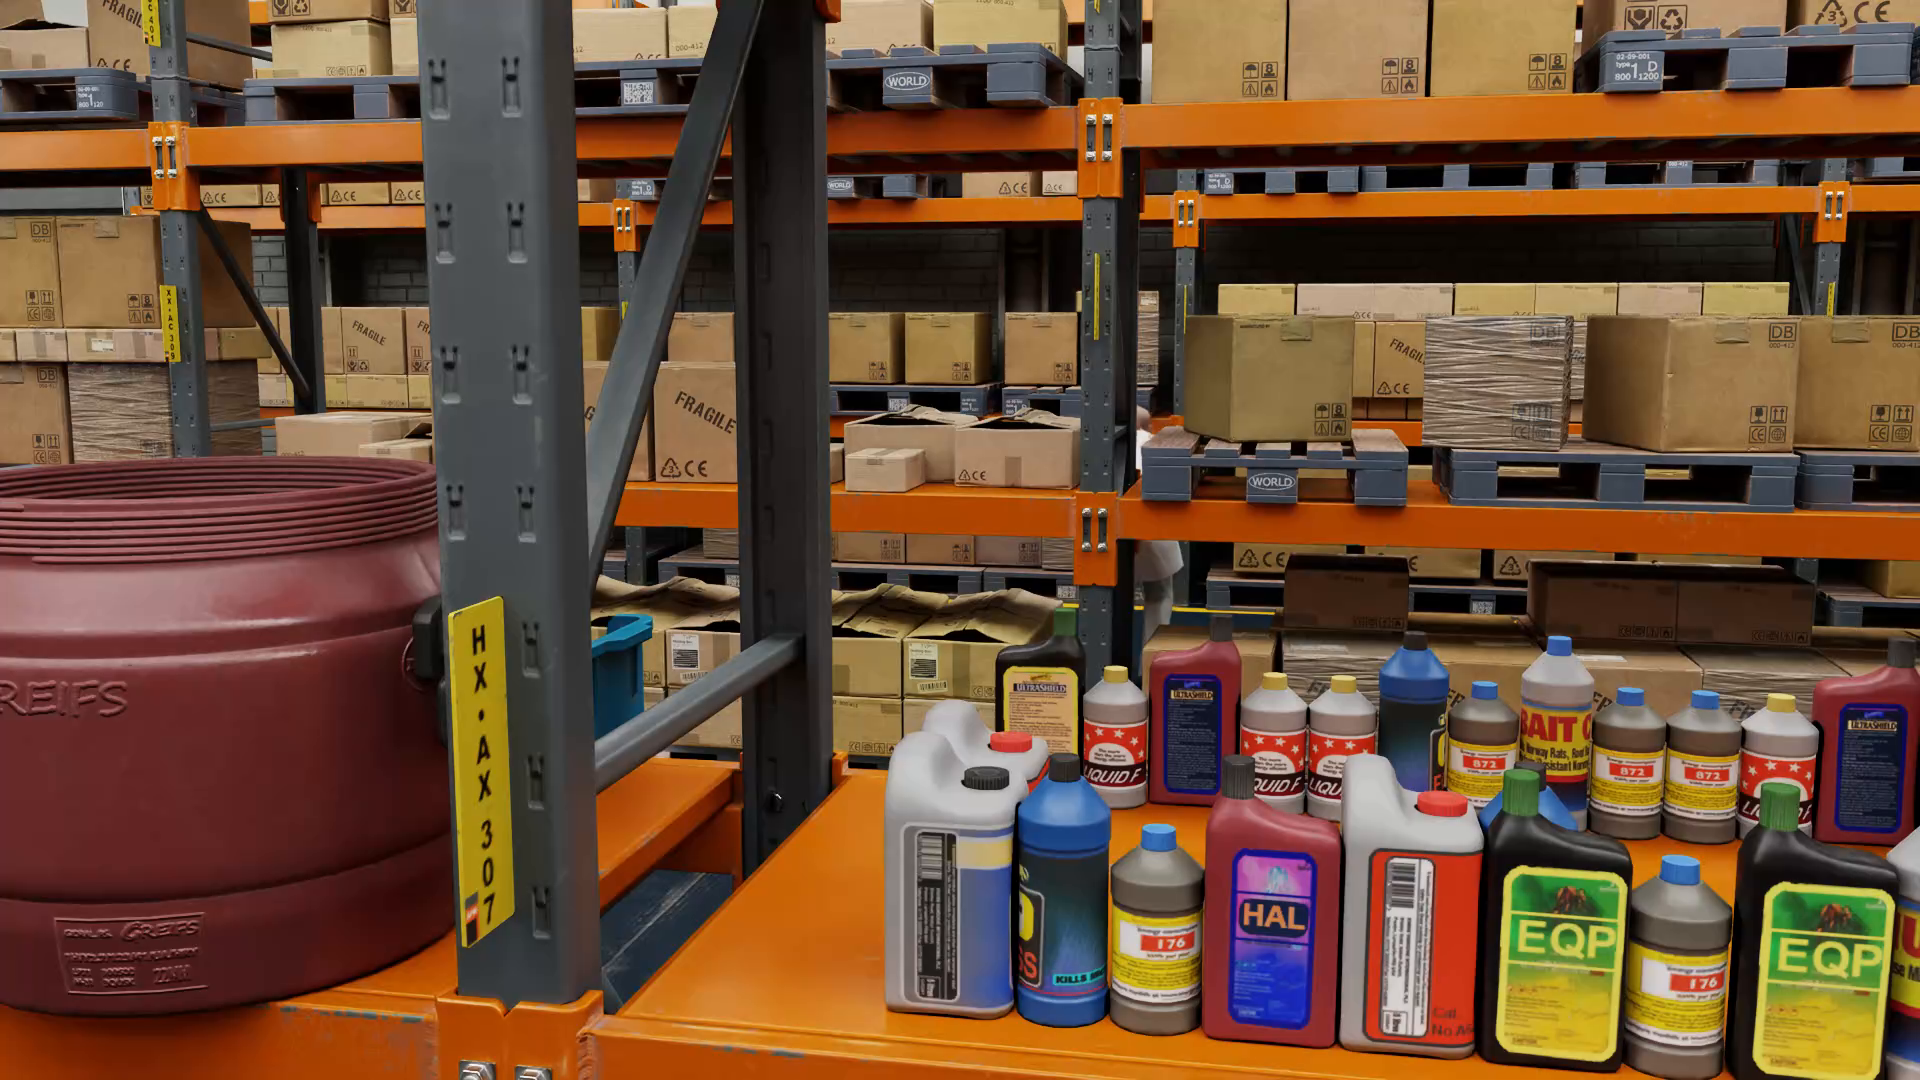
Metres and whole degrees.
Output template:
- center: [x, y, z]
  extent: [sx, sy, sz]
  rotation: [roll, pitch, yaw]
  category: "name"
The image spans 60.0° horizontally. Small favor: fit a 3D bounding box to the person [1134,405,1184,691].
- center: [0.957, 0.036, 9.131]
  extent: [0.555, 1.504, 0.805]
  rotation: [1, 8, 10]
  category: "person"
